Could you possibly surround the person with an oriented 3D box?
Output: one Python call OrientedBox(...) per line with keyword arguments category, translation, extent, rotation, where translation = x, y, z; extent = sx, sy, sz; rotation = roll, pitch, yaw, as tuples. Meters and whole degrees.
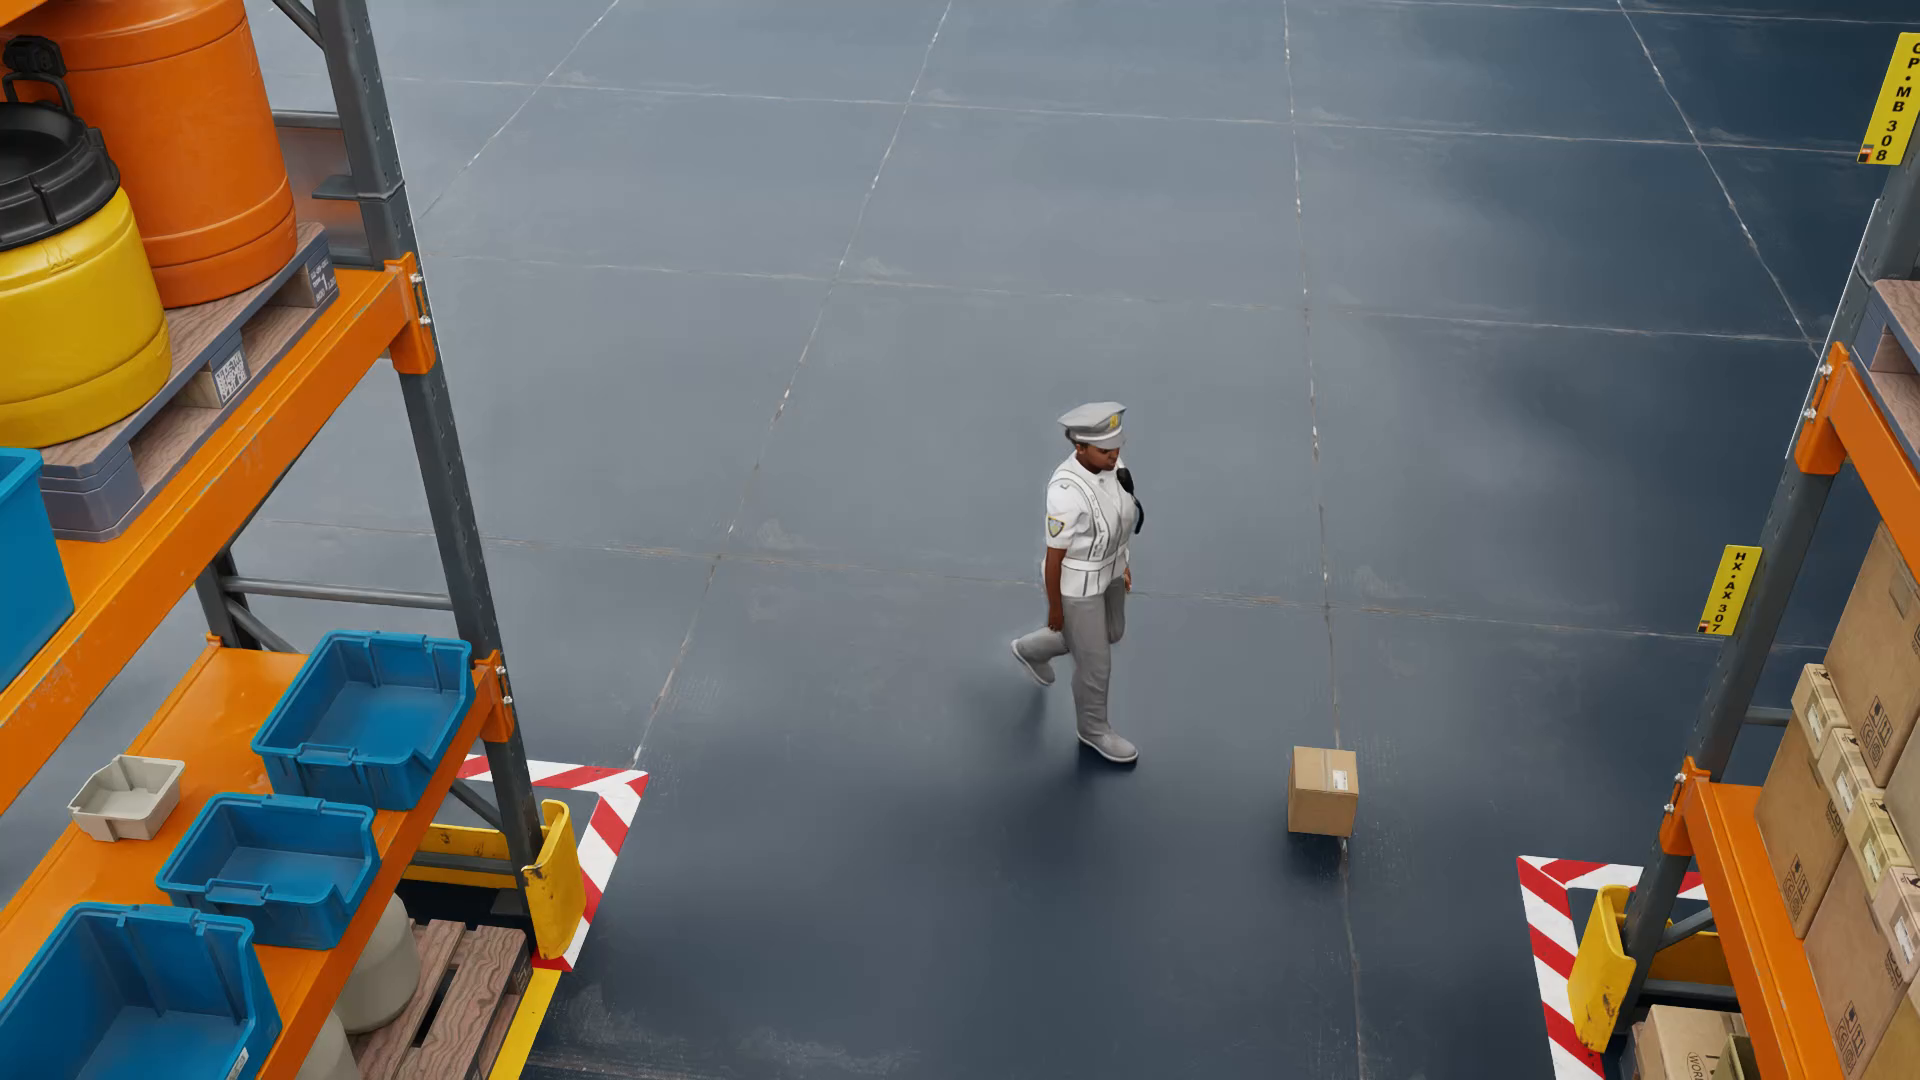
OrientedBox(category="person", translation=(0.479, 0.137, 6.820), extent=(0.721, 1.666, 0.464), rotation=(22, 42, 27))
